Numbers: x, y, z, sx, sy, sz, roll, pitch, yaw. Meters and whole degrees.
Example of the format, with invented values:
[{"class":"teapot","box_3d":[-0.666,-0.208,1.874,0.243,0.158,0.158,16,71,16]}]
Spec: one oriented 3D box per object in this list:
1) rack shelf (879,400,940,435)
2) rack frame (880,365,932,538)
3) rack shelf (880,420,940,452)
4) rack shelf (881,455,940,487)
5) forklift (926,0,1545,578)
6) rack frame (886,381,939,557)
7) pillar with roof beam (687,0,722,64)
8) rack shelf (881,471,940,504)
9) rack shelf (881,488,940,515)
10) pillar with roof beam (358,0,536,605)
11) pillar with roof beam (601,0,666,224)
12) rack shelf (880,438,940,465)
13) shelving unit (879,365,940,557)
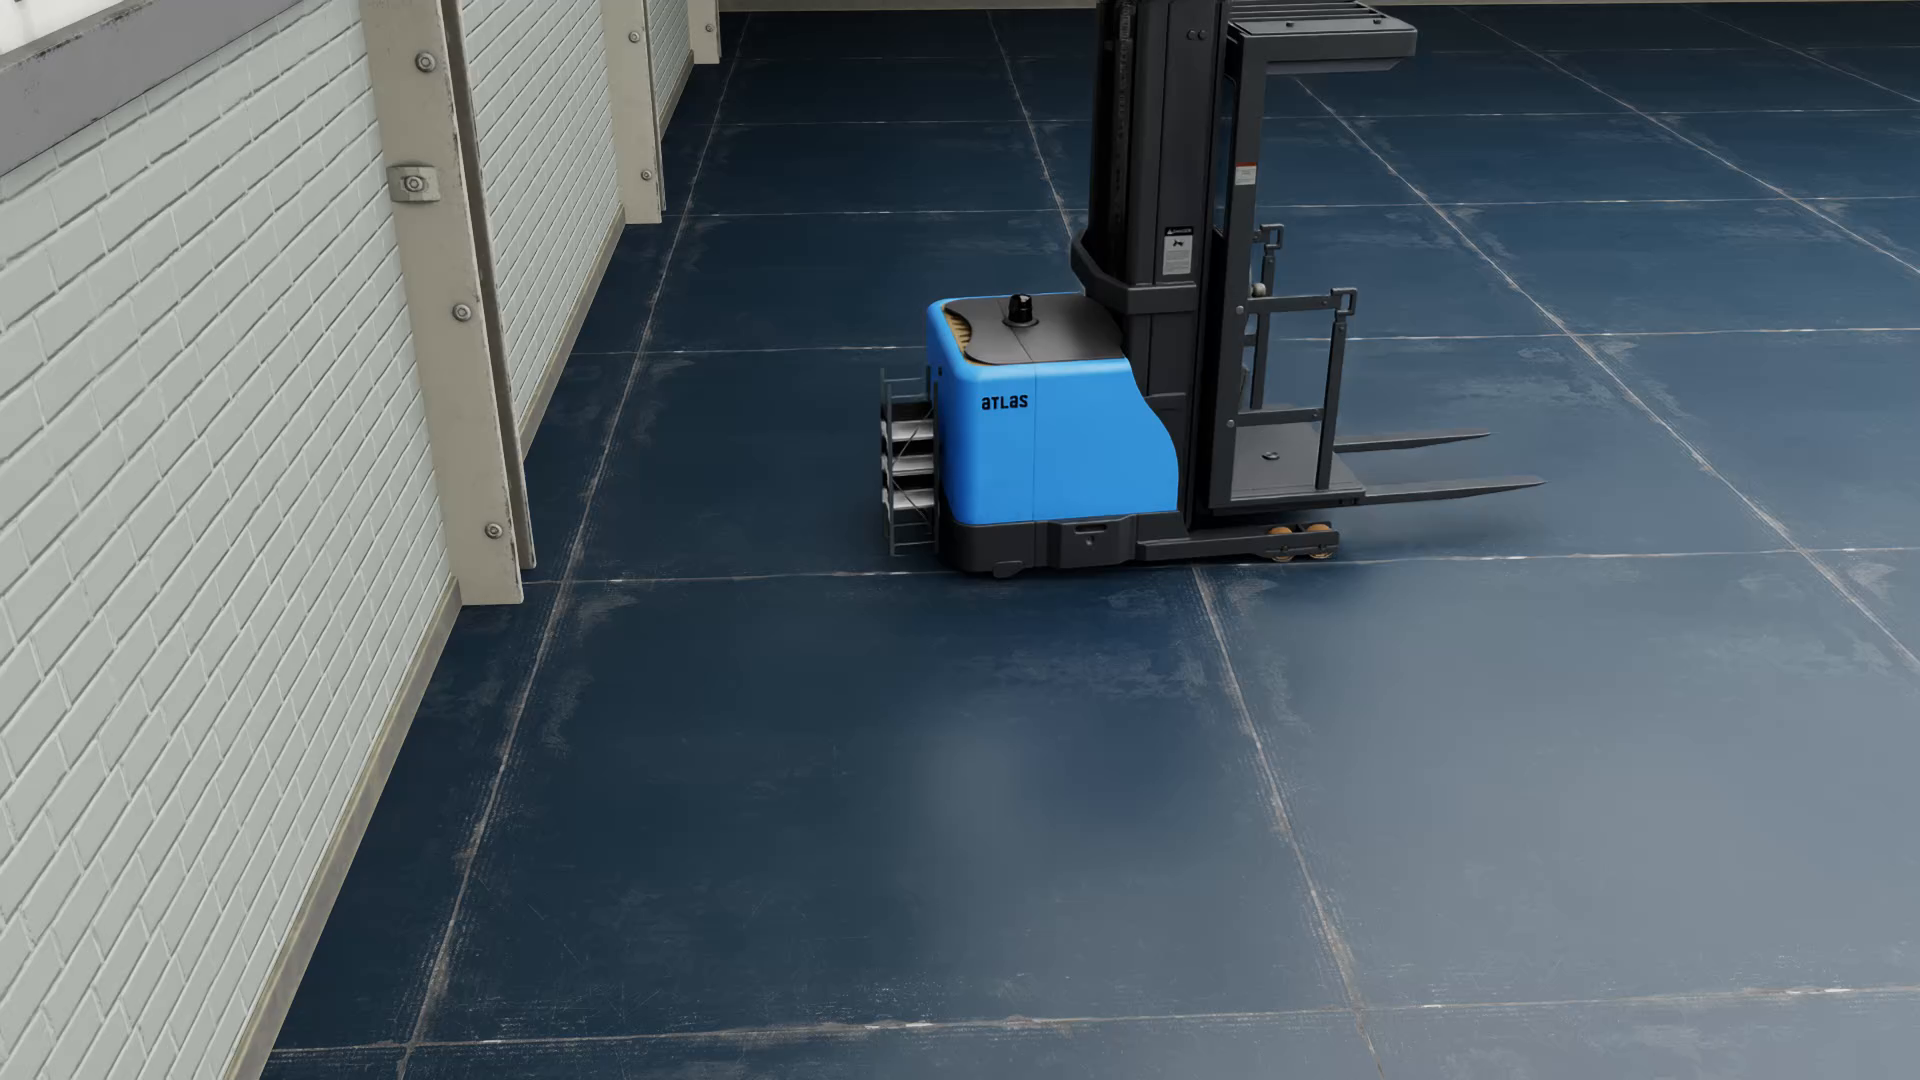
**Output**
[{"class":"rack shelf","box_3d":[-0.240,-0.584,7.885,0.258,0.077,0.200,-5,28,-9]},{"class":"rack frame","box_3d":[-0.259,-0.420,8.083,0.240,0.900,0.006,-5,28,-9]},{"class":"rack shelf","box_3d":[-0.240,-0.504,7.926,0.258,0.077,0.200,-5,28,-9]},{"class":"rack shelf","box_3d":[-0.240,-0.344,8.009,0.258,0.077,0.200,-5,28,-9]},{"class":"forklift","box_3d":[1.386,-1.430,7.823,3.031,2.935,1.130,-4,28,-8]},{"class":"rack frame","box_3d":[-0.221,-0.328,7.905,0.240,0.900,0.006,-5,28,-9]},{"class":"pillar with roof beam","box_3d":[1.482,-9.430,16.599,9.100,9.000,0.400,-1,28,-3]},{"class":"rack shelf","box_3d":[-0.240,-0.265,8.051,0.258,0.077,0.200,-5,28,-9]},{"class":"rack shelf","box_3d":[-0.240,-0.185,8.093,0.258,0.077,0.200,-5,28,-9]},{"class":"pillar with roof beam","box_3d":[2.108,-3.888,5.974,9.100,9.000,0.400,-1,28,-3]},{"class":"pillar with roof beam","box_3d":[1.795,-6.659,11.287,9.100,9.000,0.400,-1,28,-3]},{"class":"rack shelf","box_3d":[-0.240,-0.424,7.968,0.258,0.077,0.200,-5,28,-9]},{"class":"shelving unit","box_3d":[-0.240,-0.374,7.994,0.258,0.900,0.210,-5,28,-9]}]
